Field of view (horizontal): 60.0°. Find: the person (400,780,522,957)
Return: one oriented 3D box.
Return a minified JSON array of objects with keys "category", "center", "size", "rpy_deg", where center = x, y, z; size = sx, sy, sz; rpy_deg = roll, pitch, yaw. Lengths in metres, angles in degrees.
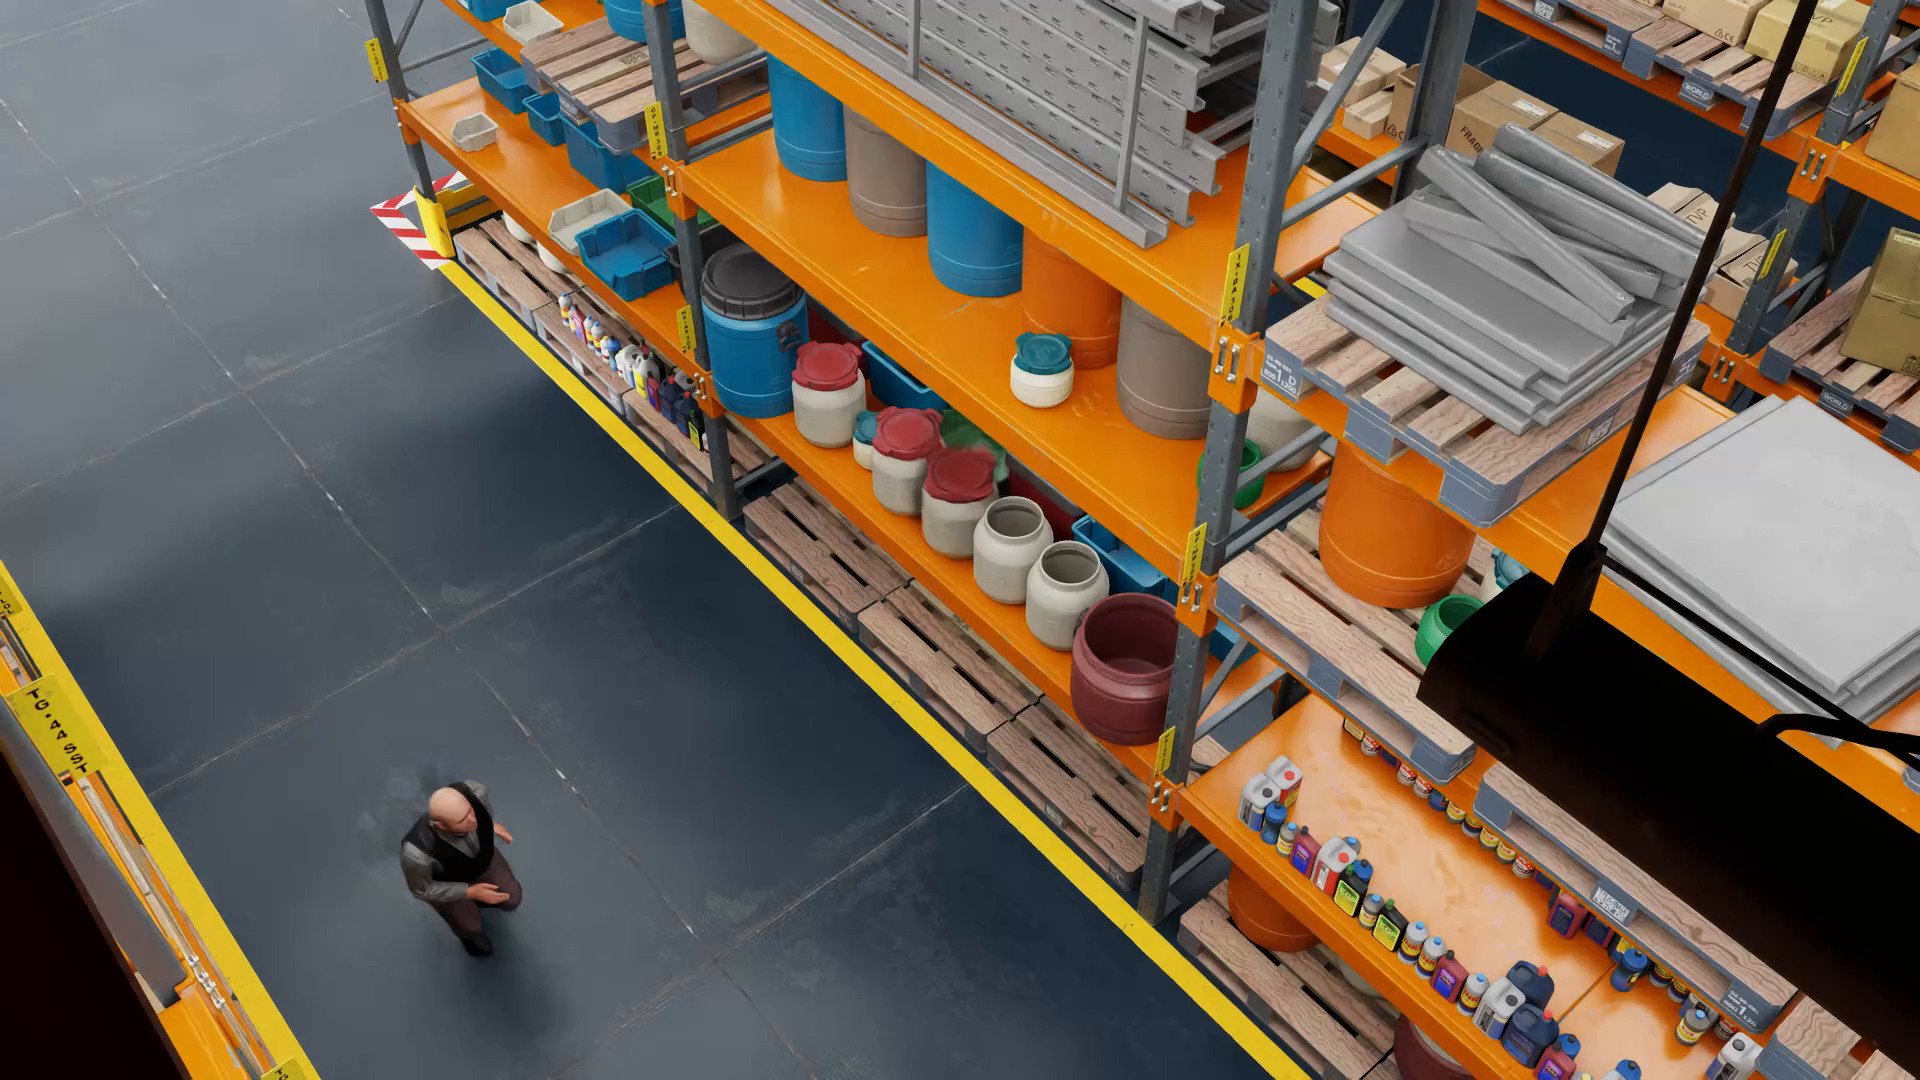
[{"category":"person","center":[-2.509,1.637,8.322],"size":[0.752,1.611,0.598],"rpy_deg":[34,55,28]}]
